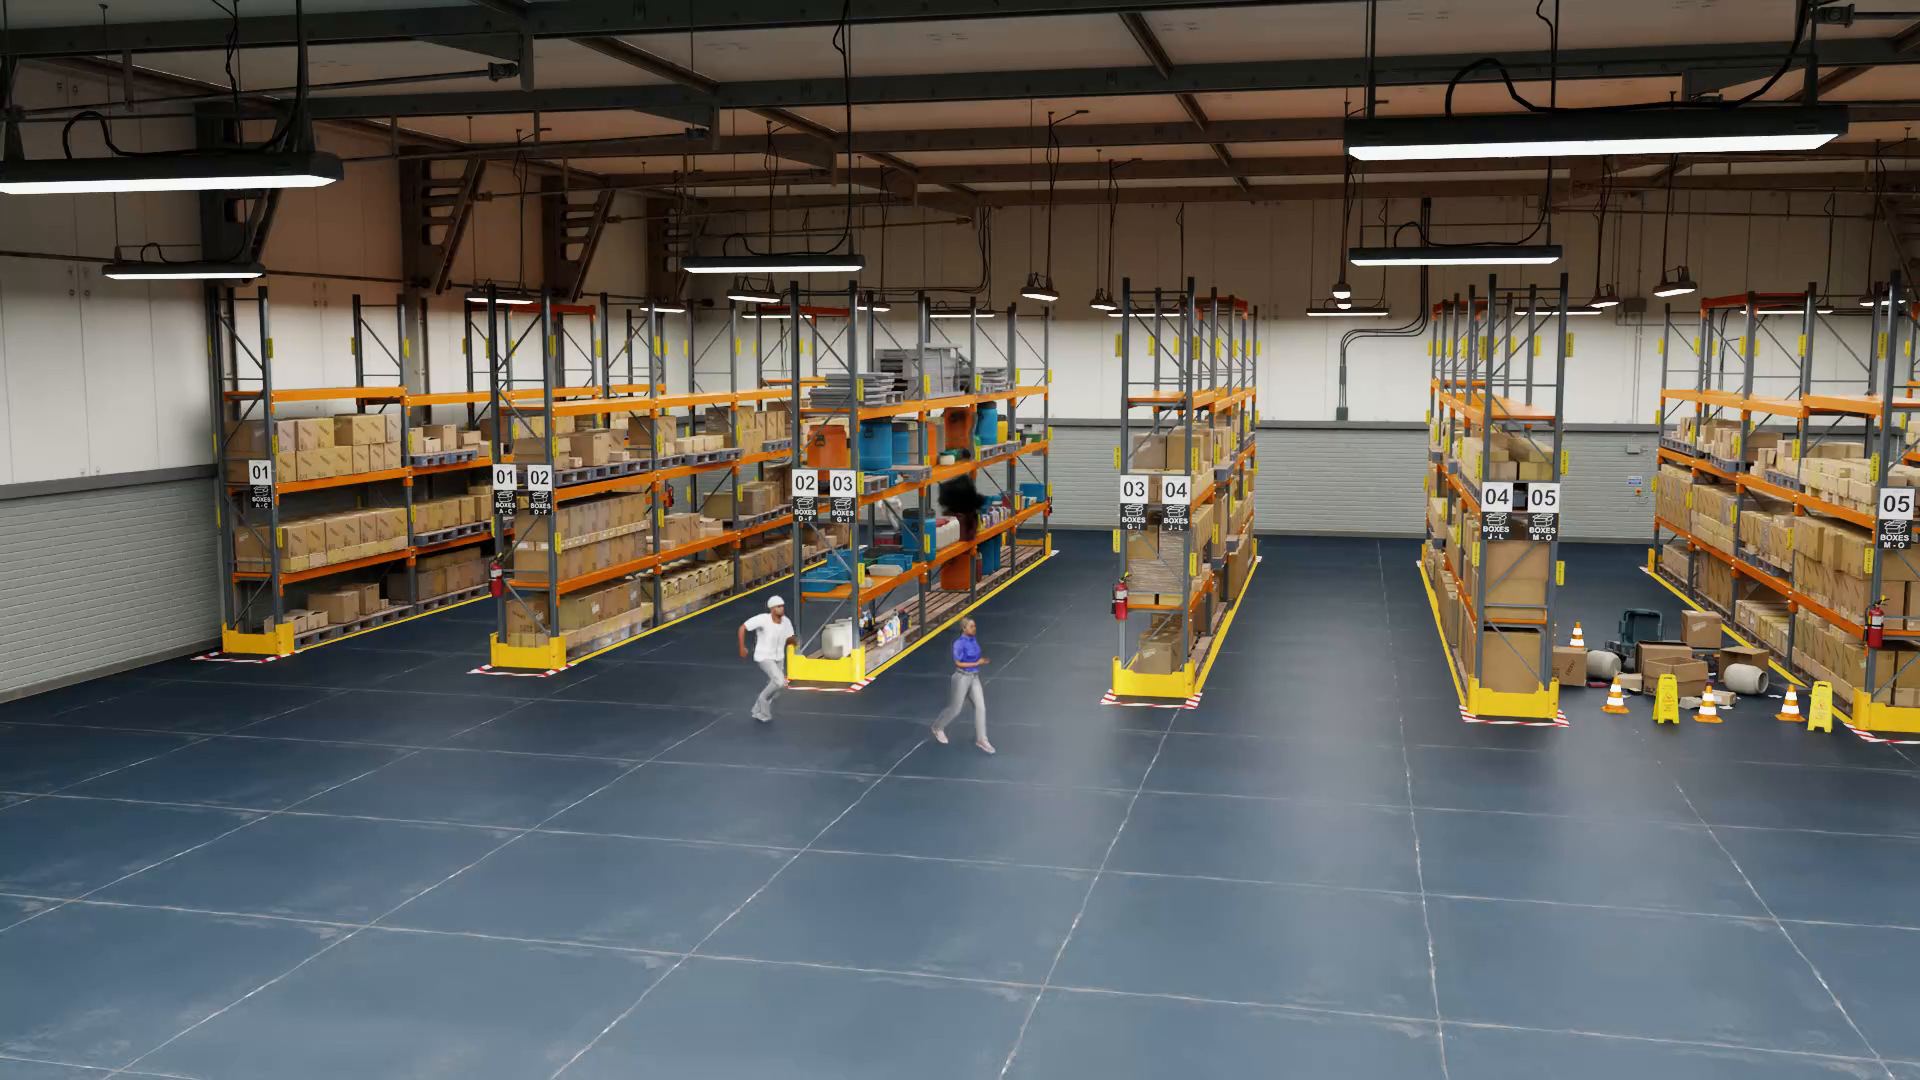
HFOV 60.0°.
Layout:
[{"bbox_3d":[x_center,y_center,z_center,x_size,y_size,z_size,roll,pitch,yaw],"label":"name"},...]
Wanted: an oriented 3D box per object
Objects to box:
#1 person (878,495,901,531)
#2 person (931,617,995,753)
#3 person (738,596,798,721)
[{"bbox_3d":[-1.711,-0.593,41.884,0.586,1.592,0.717,-4,8,-34],"label":"person"},{"bbox_3d":[0.055,1.779,20.746,0.910,1.662,0.566,5,8,37],"label":"person"},{"bbox_3d":[-2.505,1.594,22.194,0.730,1.707,0.746,6,9,41],"label":"person"}]
